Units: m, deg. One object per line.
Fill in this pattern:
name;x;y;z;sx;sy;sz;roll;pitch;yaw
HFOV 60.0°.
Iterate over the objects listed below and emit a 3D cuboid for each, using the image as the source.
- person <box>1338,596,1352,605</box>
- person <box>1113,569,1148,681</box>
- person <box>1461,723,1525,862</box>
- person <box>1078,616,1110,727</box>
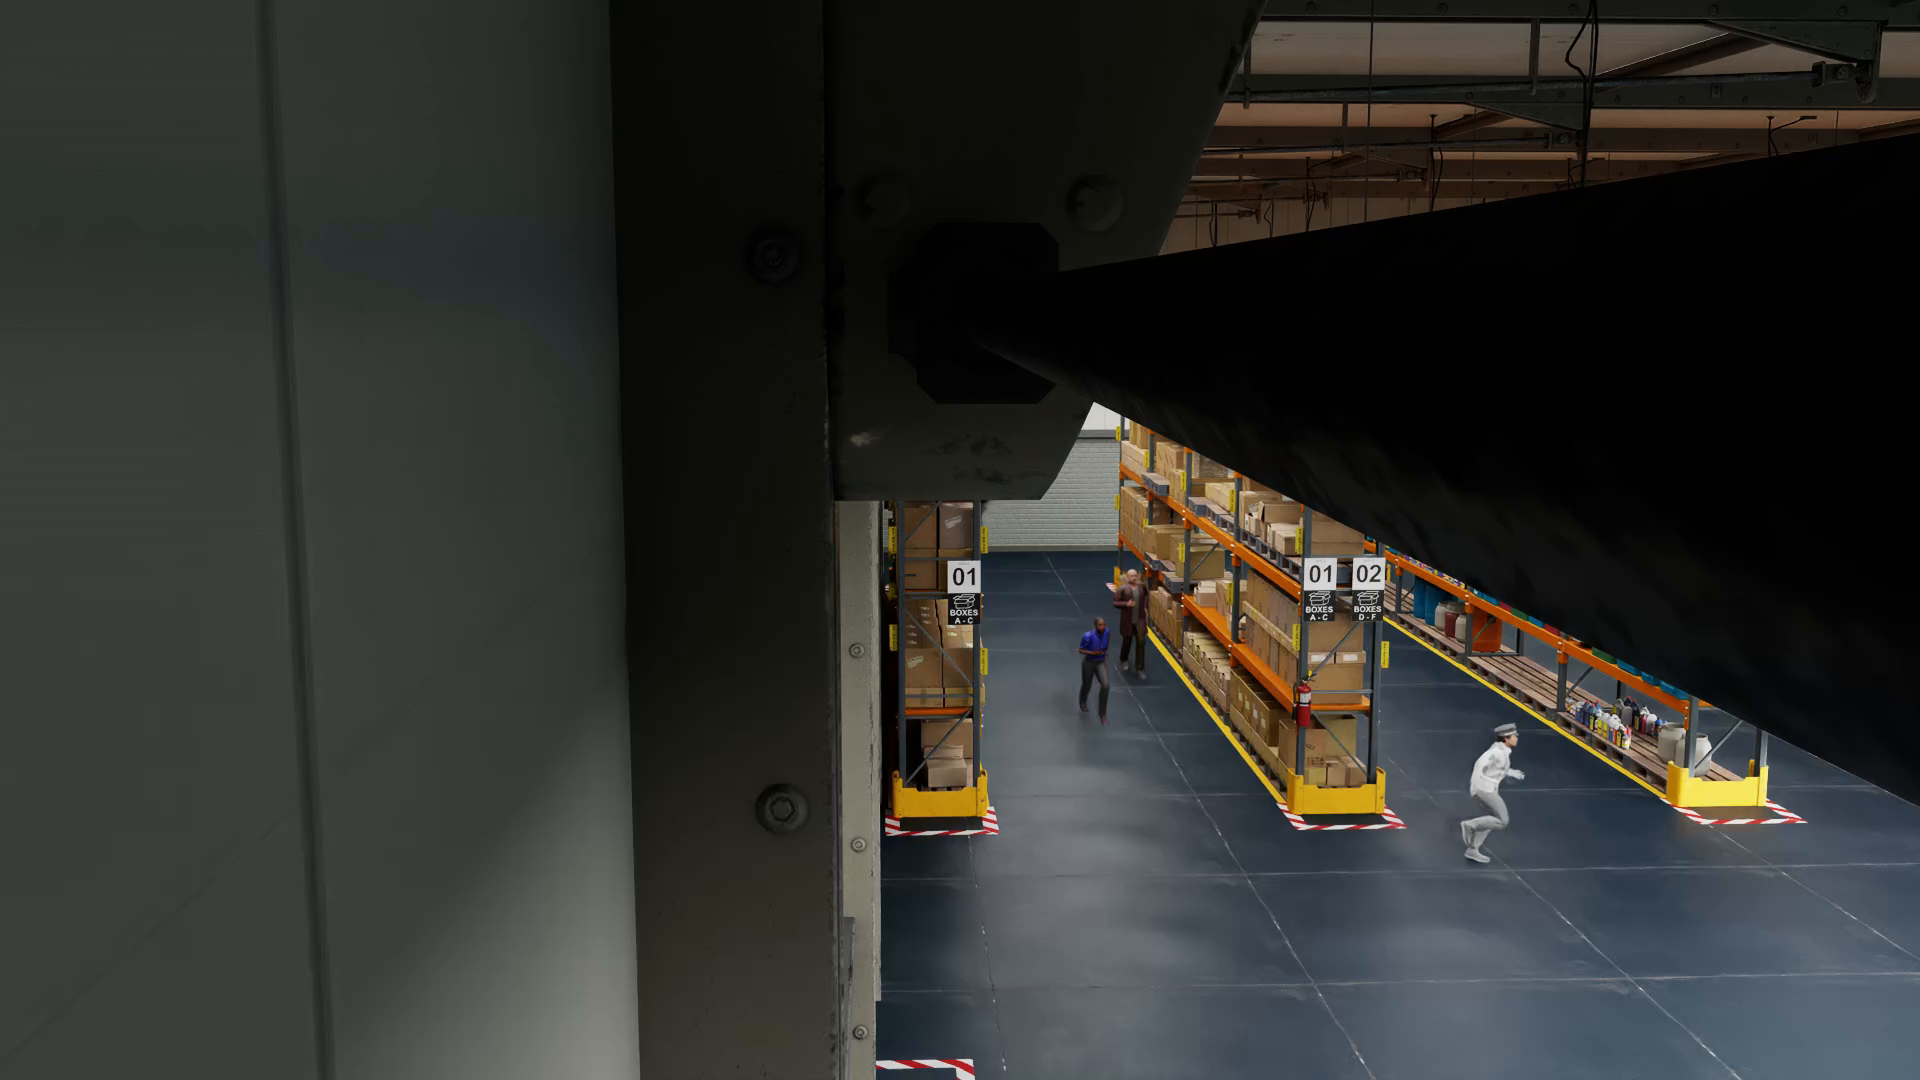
person;7.220;1.168;30.487;0.562;1.614;0.666;-2;8;-11
person;2.905;1.398;28.119;0.697;1.828;0.916;-1;8;-9
person;6.035;2.855;18.826;0.665;1.612;0.604;2;9;15
person;2.009;1.940;25.157;0.576;1.650;0.938;-2;8;-14
